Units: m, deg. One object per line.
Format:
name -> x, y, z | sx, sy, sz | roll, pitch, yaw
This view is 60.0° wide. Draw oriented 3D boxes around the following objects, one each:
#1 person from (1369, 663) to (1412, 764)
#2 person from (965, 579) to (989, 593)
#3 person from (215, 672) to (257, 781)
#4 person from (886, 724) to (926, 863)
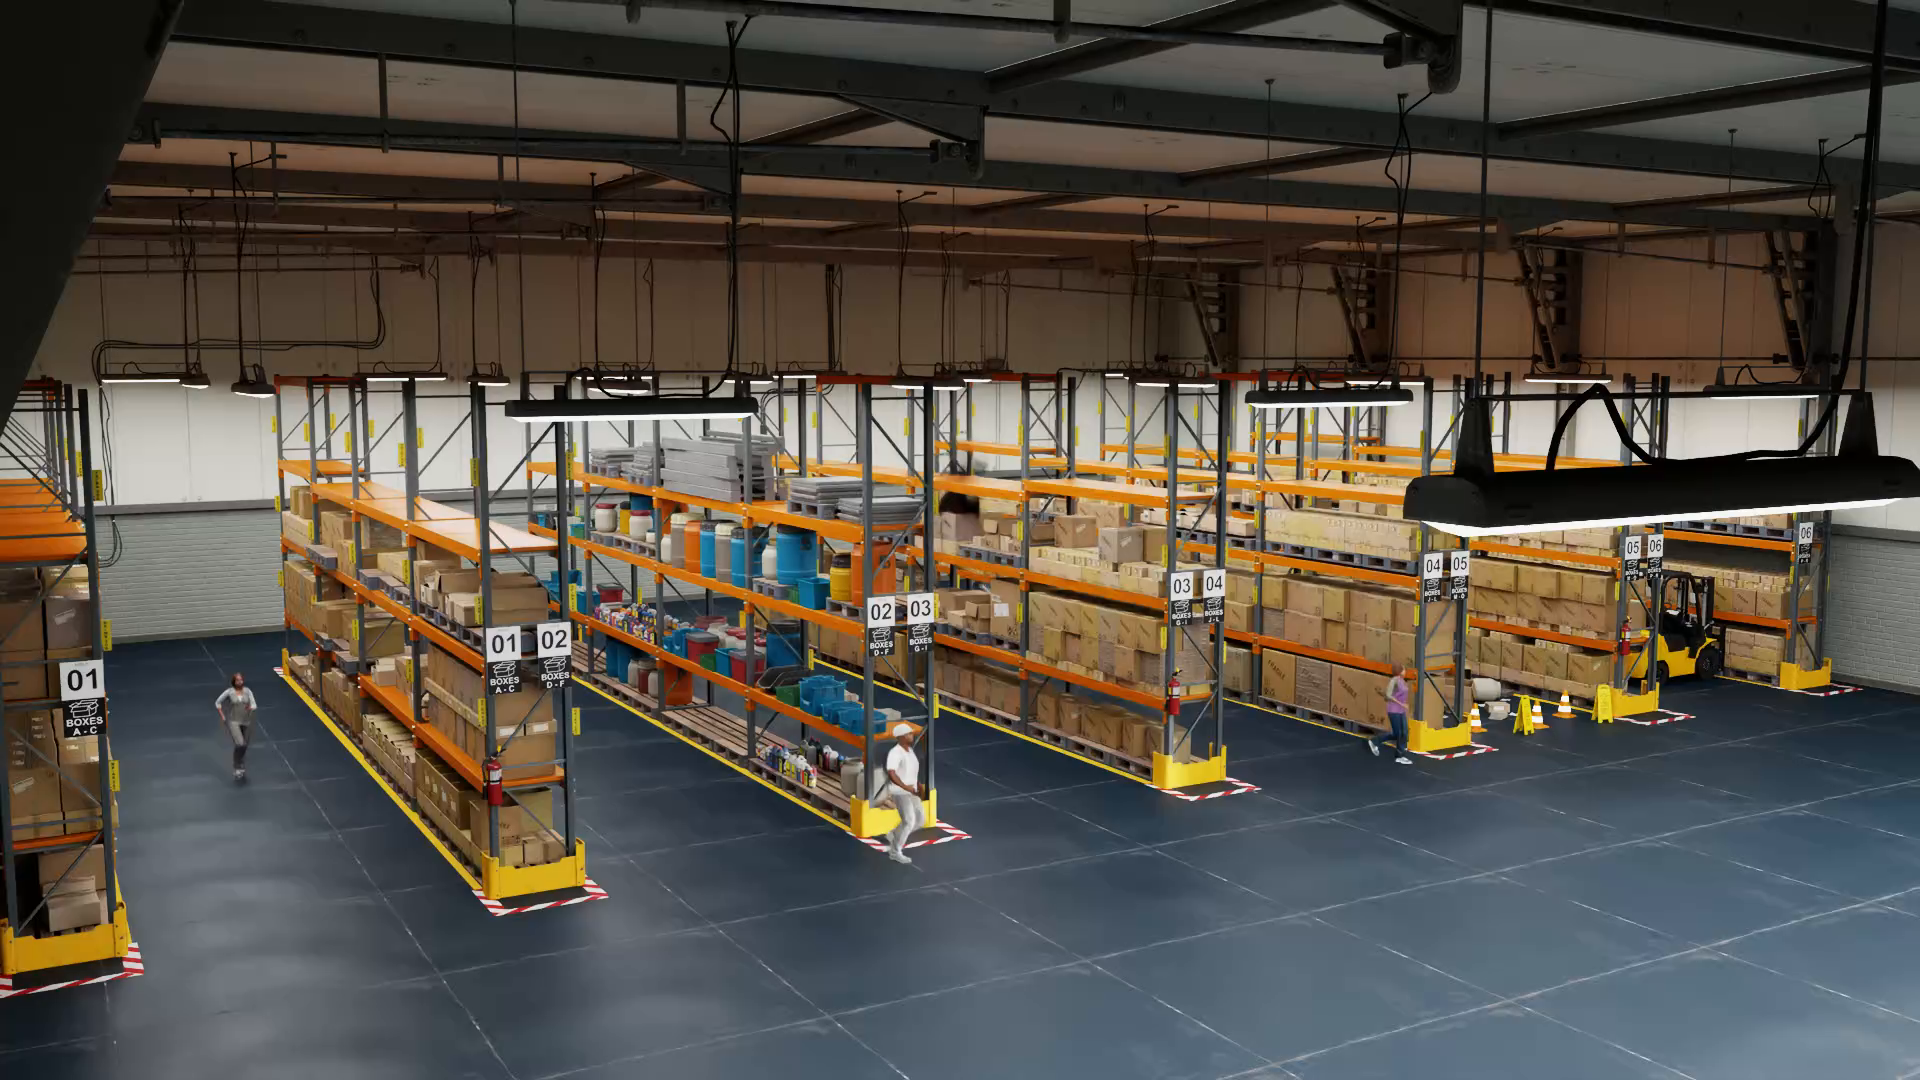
person -> 6.819, 2.695, 26.116 | 0.710, 1.568, 0.577 | 4, 8, 34
person -> 0.364, 0.848, 42.087 | 0.893, 1.772, 0.743 | 4, 7, 32
person -> -10.862, 2.799, 25.047 | 0.503, 1.617, 0.682 | -6, 9, -44
person -> -0.685, 3.184, 21.039 | 0.518, 1.714, 0.775 | 2, 7, 17
